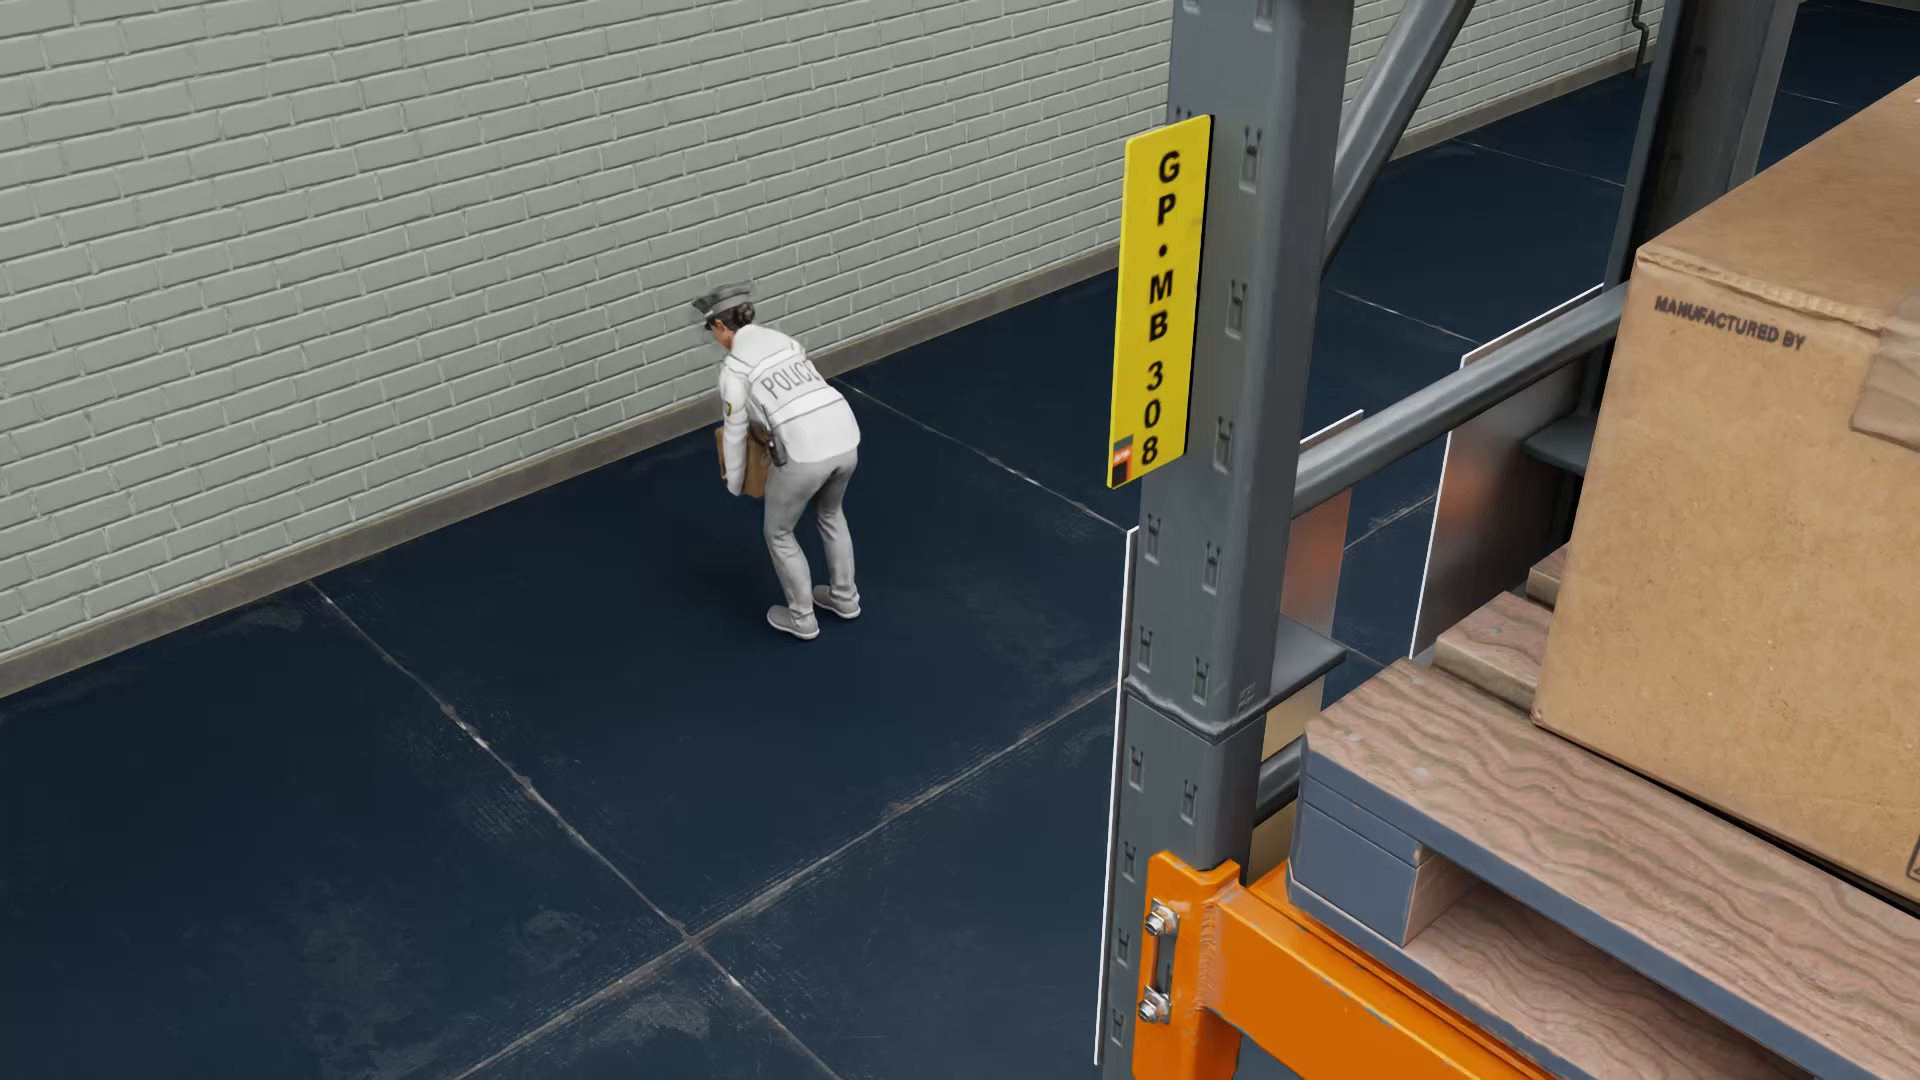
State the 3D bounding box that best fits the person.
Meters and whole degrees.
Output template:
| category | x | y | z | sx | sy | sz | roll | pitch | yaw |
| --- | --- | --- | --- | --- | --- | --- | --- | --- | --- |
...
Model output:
| category | x | y | z | sx | sy | sz | roll | pitch | yaw |
| --- | --- | --- | --- | --- | --- | --- | --- | --- | --- |
| person | -0.762 | -0.337 | 6.907 | 0.408 | 1.427 | 0.814 | -27 | 41 | -36 |
